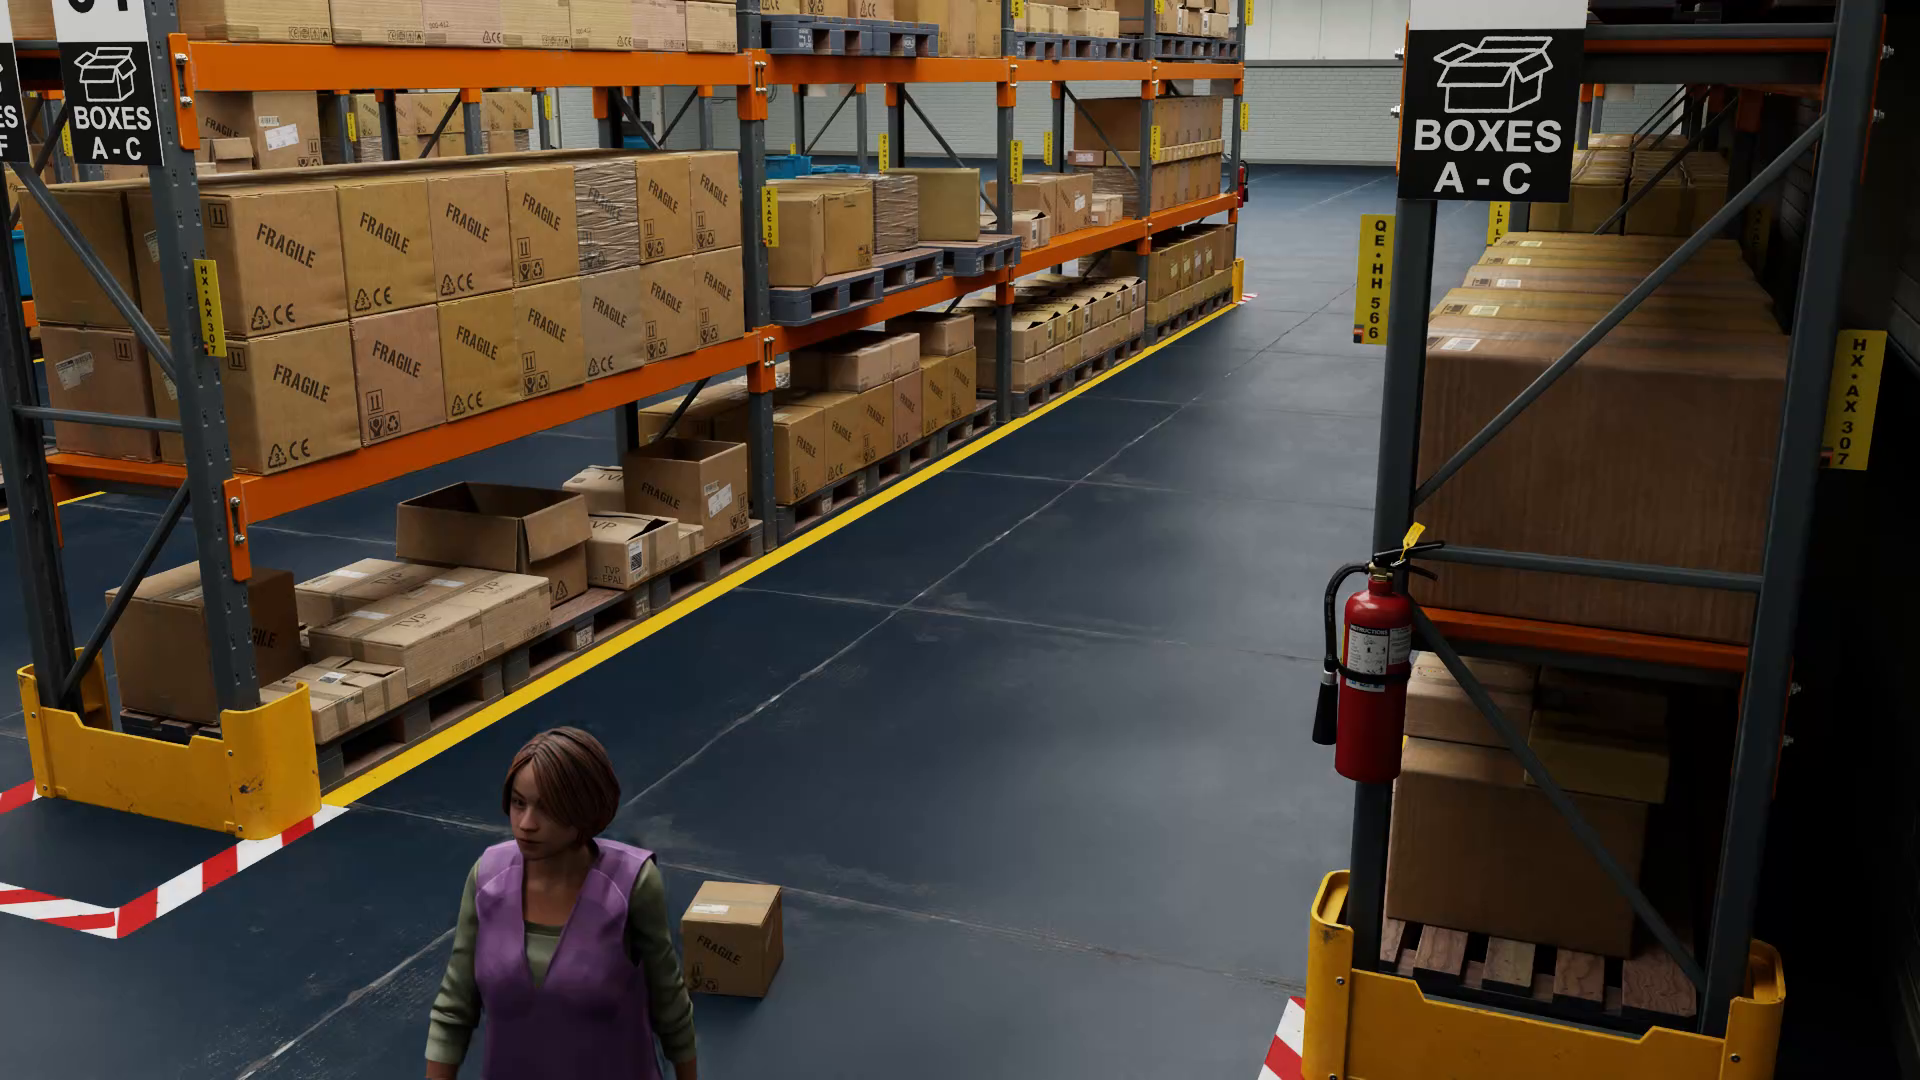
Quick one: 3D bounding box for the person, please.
[{"bbox_3d":[-0.751,1.102,3.070,0.457,1.552,0.895,3,16,11],"label":"person"}]
